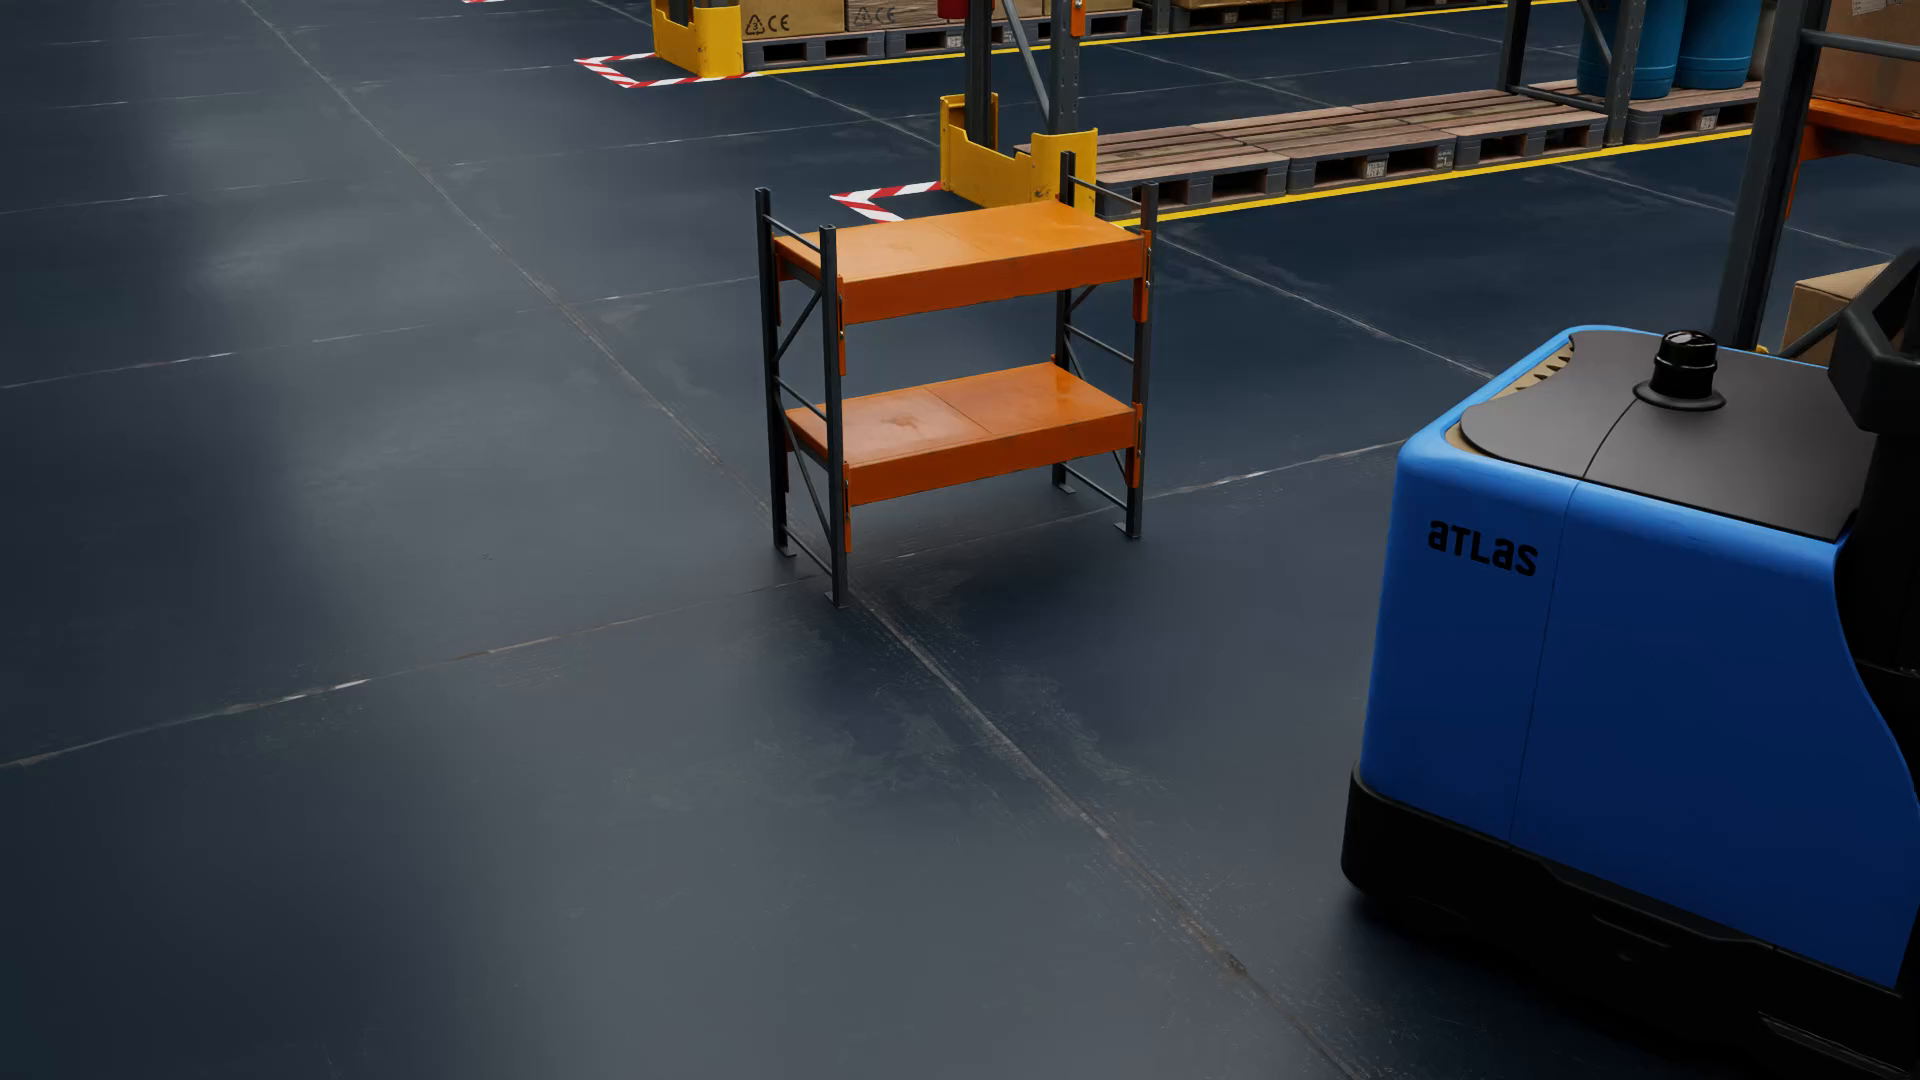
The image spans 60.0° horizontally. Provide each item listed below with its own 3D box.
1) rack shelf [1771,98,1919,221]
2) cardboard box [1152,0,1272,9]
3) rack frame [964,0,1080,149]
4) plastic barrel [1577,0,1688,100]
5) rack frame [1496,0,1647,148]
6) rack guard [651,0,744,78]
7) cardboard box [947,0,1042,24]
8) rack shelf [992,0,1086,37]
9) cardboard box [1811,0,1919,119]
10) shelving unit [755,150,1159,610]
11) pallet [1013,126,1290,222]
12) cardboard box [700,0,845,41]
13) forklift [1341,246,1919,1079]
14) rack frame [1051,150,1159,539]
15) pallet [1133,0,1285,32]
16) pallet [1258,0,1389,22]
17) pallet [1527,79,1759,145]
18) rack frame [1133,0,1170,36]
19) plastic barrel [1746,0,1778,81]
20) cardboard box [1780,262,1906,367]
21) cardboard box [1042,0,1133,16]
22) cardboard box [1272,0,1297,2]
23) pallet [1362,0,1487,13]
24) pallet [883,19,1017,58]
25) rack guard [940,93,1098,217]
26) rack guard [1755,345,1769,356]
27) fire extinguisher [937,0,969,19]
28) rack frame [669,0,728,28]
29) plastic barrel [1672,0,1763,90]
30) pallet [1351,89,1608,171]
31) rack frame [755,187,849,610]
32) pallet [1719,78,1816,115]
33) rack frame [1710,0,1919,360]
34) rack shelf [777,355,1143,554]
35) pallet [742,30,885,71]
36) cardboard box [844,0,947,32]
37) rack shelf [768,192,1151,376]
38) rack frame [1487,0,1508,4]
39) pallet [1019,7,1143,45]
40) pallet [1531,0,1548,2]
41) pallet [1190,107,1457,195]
[{"bbox_3d":[4.403,-1.364,5.456,4.000,0.370,1.077,-13,29,-25],"label":"rack shelf"},{"bbox_3d":[2.065,-5.249,14.687,0.875,0.875,1.225,-13,29,-25],"label":"cardboard box"},{"bbox_3d":[0.310,-3.173,8.394,0.127,3.000,1.000,-13,29,-25],"label":"rack frame"},{"bbox_3d":[4.328,-3.336,10.671,0.708,0.901,0.600,-13,29,-25],"label":"plastic barrel"},{"bbox_3d":[3.840,-3.988,10.091,0.127,3.000,1.000,-13,29,-25],"label":"rack frame"},{"bbox_3d":[-2.041,-3.933,12.864,0.348,0.500,1.175,-13,29,-25],"label":"rack guard"},{"bbox_3d":[0.095,-4.824,13.801,0.875,0.875,0.875,-13,29,-25],"label":"cardboard box"},{"bbox_3d":[2.075,-3.256,9.398,4.000,0.370,1.077,-13,29,-25],"label":"rack shelf"},{"bbox_3d":[2.905,-1.521,4.837,0.500,0.500,0.500,-12,28,-24],"label":"cardboard box"},{"bbox_3d":[-0.006,-0.506,5.004,1.048,1.125,0.538,-13,29,-25],"label":"shelving unit"},{"bbox_3d":[1.056,-2.069,9.316,1.213,0.211,1.003,-13,29,-25],"label":"pallet"},{"bbox_3d":[-1.493,-4.457,13.038,0.875,0.875,0.875,-13,29,-25],"label":"cardboard box"},{"bbox_3d":[2.299,-0.310,2.509,3.031,2.935,1.130,19,31,34],"label":"forklift"},{"bbox_3d":[0.443,-0.609,5.219,0.032,1.125,0.500,-13,29,-25],"label":"rack frame"},{"bbox_3d":[2.155,-4.808,15.021,1.213,0.211,1.003,-13,29,-25],"label":"pallet"},{"bbox_3d":[3.232,-5.059,15.542,1.213,0.211,1.003,-13,29,-25],"label":"pallet"},{"bbox_3d":[4.540,-2.872,10.988,1.213,0.211,1.003,-13,29,-25],"label":"pallet"},{"bbox_3d":[1.509,-5.880,14.030,0.127,3.000,1.000,-13,29,-25],"label":"rack frame"},{"bbox_3d":[5.493,-3.385,11.224,0.421,0.512,0.421,0,26,0],"label":"plastic barrel"},{"bbox_3d":[3.002,-0.557,5.325,0.500,0.500,0.500,-13,29,-25],"label":"cardboard box"},{"bbox_3d":[0.889,-5.007,14.183,0.875,0.875,0.875,-13,29,-25],"label":"cardboard box"},{"bbox_3d":[2.853,-5.431,15.067,0.875,0.875,1.225,-14,29,-27],"label":"cardboard box"},{"bbox_3d":[4.308,-5.305,16.056,1.213,0.211,1.003,-13,29,-25],"label":"pallet"},{"bbox_3d":[-0.276,-4.247,13.853,1.213,0.211,1.003,-13,29,-25],"label":"pallet"},{"bbox_3d":[0.295,-2.037,8.914,0.348,0.500,1.175,-13,29,-25],"label":"rack guard"},{"bbox_3d":[2.705,-0.169,5.025,0.348,0.500,1.175,-13,29,-25],"label":"rack guard"},{"bbox_3d":[-0.037,-3.113,8.789,0.183,0.674,0.296,-13,29,-25],"label":"fire extinguisher"},{"bbox_3d":[-2.020,-5.065,12.334,0.127,3.000,1.000,-13,29,-25],"label":"rack frame"},{"bbox_3d":[4.953,-3.480,10.972,0.708,0.901,0.600,-13,29,-25],"label":"plastic barrel"},{"bbox_3d":[3.209,-2.566,10.351,1.213,0.211,1.003,-13,29,-25],"label":"pallet"},{"bbox_3d":[-0.455,-0.402,4.788,0.032,1.125,0.500,-13,29,-25],"label":"rack frame"},{"bbox_3d":[5.618,-3.122,11.509,1.213,0.211,1.003,-13,29,-25],"label":"pallet"},{"bbox_3d":[2.638,-1.281,4.452,0.127,3.000,1.000,-13,29,-25],"label":"rack frame"},{"bbox_3d":[-0.006,-0.285,5.110,1.000,0.278,0.538,-13,29,-25],"label":"rack shelf"},{"bbox_3d":[-1.352,-4.001,13.339,1.213,0.211,1.003,-13,29,-25],"label":"pallet"},{"bbox_3d":[-0.690,-4.643,13.424,0.875,0.875,0.875,-13,29,-25],"label":"cardboard box"},{"bbox_3d":[-0.006,-0.770,4.877,1.000,0.278,0.538,-13,29,-25],"label":"rack shelf"},{"bbox_3d":[5.039,-6.694,15.727,0.127,3.000,1.000,-13,29,-25],"label":"rack frame"},{"bbox_3d":[0.801,-4.498,14.374,1.213,0.211,1.003,-13,29,-25],"label":"pallet"},{"bbox_3d":[5.729,-5.596,16.661,1.213,0.211,1.003,-13,29,-25],"label":"pallet"},{"bbox_3d":[2.131,-2.316,9.830,1.213,0.211,1.003,-13,29,-25],"label":"pallet"}]
